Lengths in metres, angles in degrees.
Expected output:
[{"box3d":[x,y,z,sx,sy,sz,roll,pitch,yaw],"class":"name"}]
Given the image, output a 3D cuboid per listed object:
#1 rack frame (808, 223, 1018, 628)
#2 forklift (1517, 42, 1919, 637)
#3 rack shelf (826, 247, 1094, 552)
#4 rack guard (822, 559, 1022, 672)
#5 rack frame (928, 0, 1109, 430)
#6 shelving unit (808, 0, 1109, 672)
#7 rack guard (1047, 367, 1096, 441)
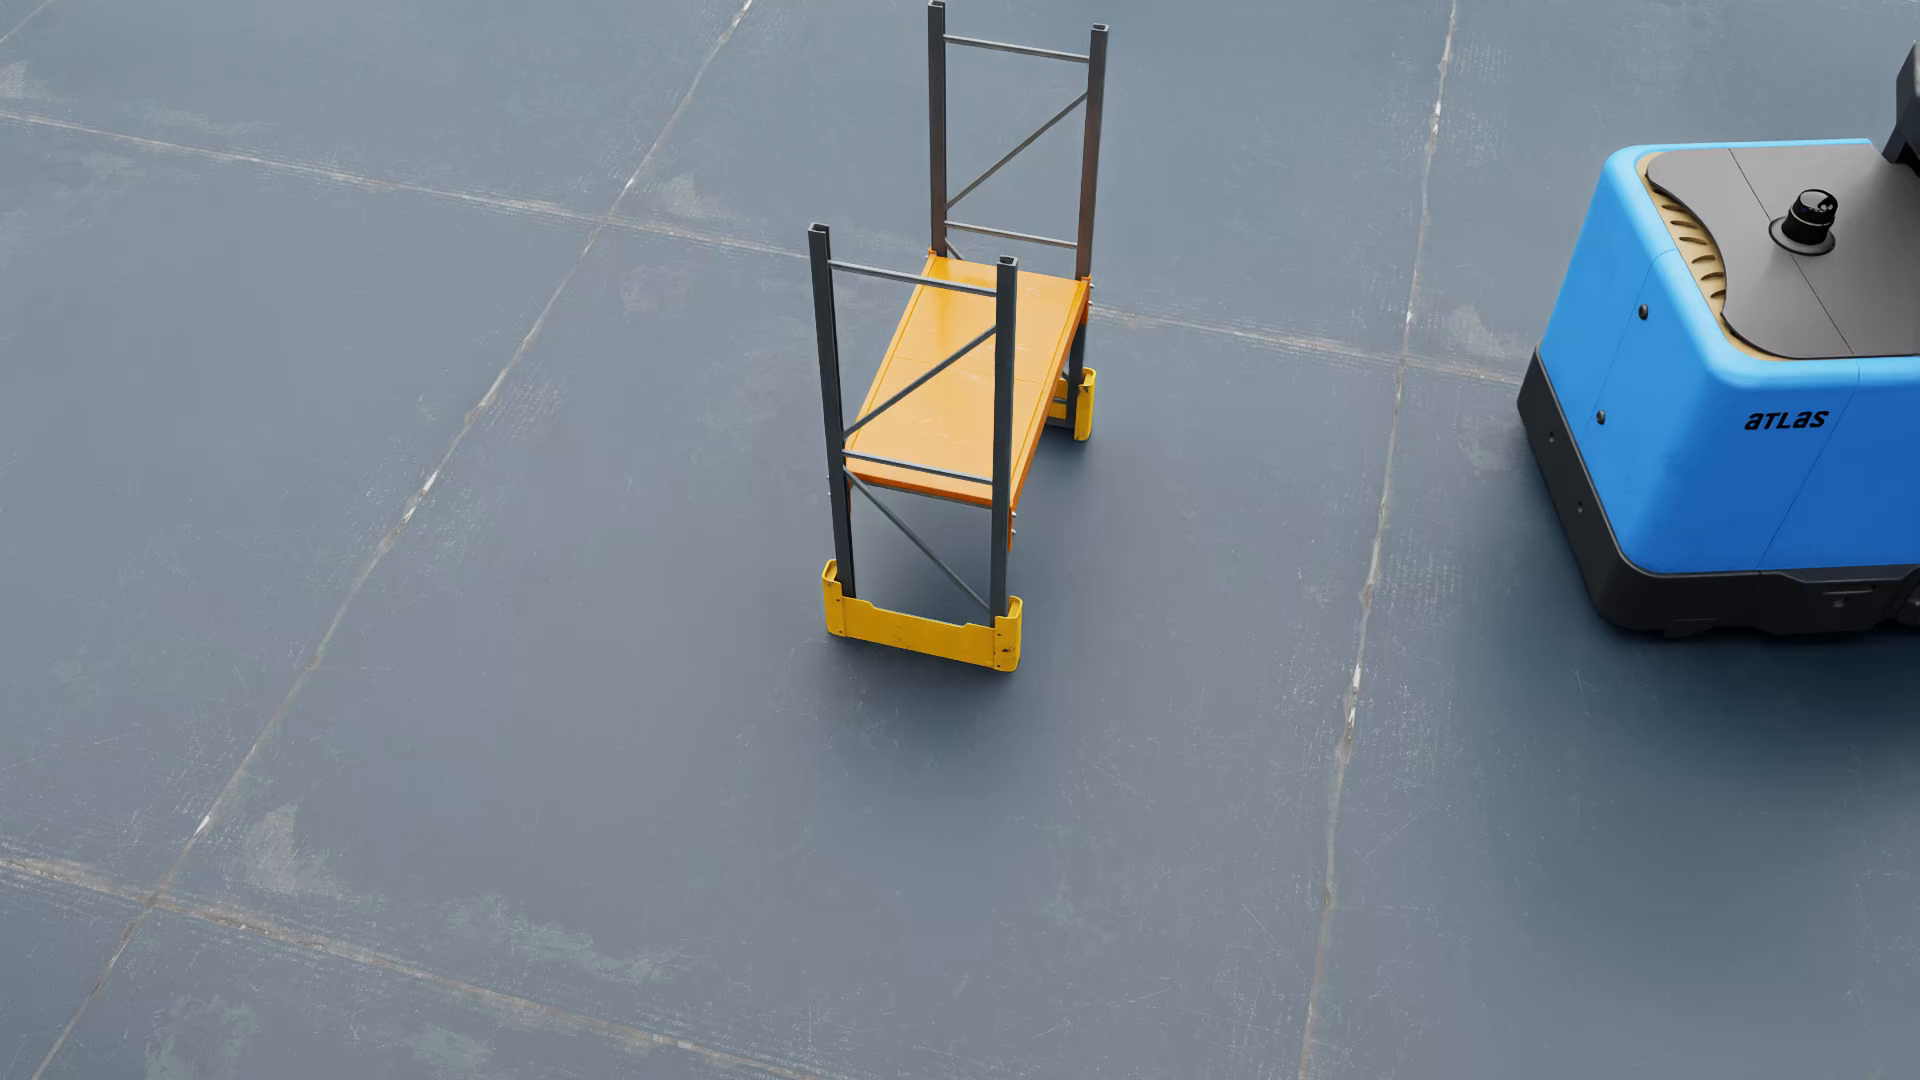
[{"box3d":[-0.111,-0.190,4.418,0.500,1.500,0.032,12,50,10],"class":"rack frame"},{"box3d":[3.392,-1.104,4.270,3.031,2.935,1.130,-2,49,-2],"class":"forklift"},{"box3d":[0.022,-0.439,4.877,0.538,0.185,1.000,12,50,10],"class":"rack shelf"},{"box3d":[-0.111,0.222,4.887,0.587,0.250,0.087,12,50,10],"class":"rack guard"},{"box3d":[0.156,-0.926,5.067,0.500,1.500,0.032,12,50,10],"class":"rack frame"},{"box3d":[0.020,-0.551,4.736,0.587,1.500,1.083,12,50,10],"class":"shelving unit"},{"box3d":[0.151,-0.498,5.523,0.587,0.250,0.087,12,50,10],"class":"rack guard"}]
